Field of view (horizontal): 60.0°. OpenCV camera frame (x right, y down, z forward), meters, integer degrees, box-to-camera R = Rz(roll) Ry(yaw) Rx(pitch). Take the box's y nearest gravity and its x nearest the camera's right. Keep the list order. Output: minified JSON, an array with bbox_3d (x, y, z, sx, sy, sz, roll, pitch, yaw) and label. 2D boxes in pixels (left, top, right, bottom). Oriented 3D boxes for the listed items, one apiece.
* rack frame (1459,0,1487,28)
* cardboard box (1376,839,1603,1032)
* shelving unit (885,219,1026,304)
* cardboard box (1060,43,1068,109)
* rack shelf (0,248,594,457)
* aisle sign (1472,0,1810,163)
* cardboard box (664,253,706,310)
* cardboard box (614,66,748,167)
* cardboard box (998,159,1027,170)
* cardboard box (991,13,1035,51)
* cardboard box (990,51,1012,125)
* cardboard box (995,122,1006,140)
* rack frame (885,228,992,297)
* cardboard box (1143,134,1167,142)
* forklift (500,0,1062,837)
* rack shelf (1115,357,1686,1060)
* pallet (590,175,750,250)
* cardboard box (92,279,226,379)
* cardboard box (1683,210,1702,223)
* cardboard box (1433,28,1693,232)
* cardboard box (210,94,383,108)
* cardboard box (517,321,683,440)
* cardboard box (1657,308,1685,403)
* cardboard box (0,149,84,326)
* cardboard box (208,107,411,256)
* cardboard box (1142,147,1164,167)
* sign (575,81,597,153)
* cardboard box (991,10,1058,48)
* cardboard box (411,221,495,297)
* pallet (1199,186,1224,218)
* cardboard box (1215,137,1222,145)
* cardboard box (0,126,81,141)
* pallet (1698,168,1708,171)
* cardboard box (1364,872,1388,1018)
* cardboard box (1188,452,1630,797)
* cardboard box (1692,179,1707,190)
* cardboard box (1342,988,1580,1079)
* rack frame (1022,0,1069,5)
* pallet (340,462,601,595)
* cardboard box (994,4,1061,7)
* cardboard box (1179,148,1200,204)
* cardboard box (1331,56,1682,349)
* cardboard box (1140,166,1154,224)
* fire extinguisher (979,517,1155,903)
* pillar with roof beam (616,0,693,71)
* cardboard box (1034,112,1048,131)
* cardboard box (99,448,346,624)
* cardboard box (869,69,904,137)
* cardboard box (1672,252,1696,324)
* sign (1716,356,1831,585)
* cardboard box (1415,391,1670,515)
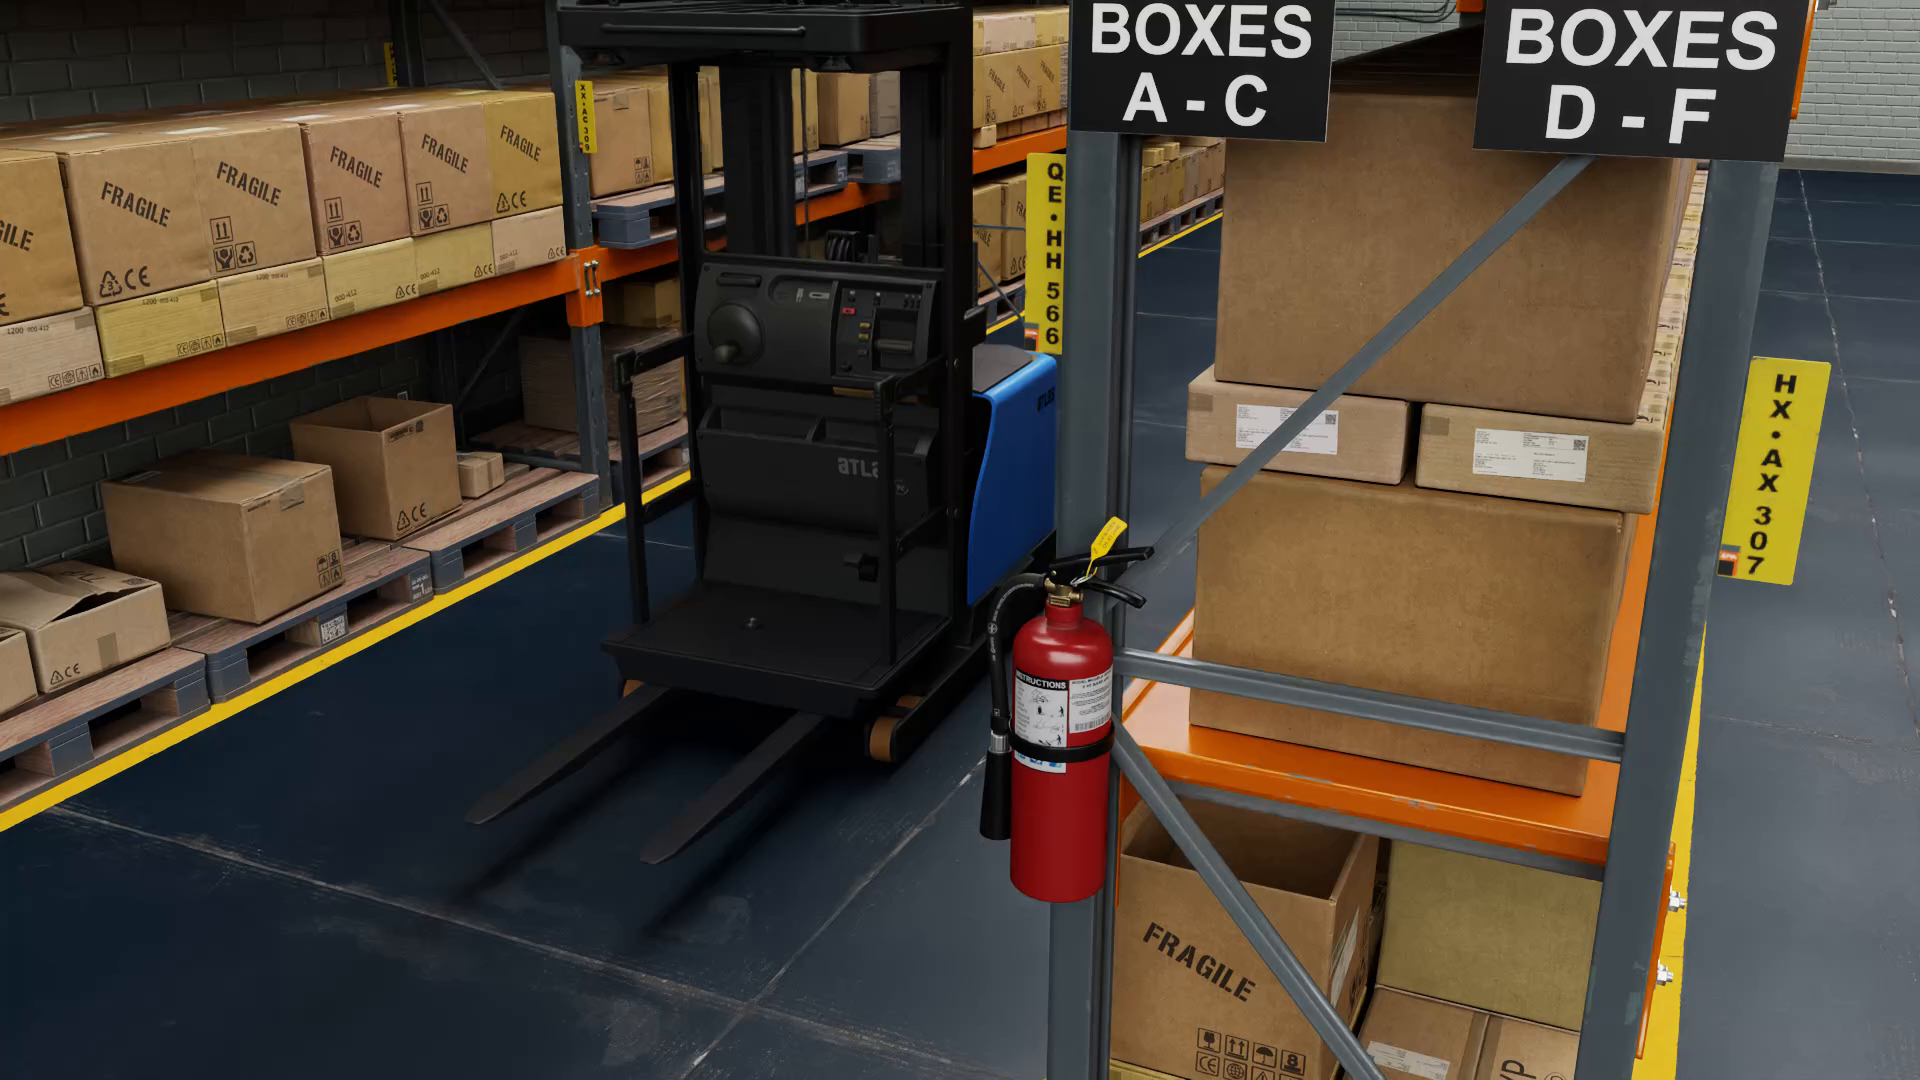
[{"bbox_3d":[2.282,-0.951,6.166,1.000,3.000,0.127,9,21,23],"label":"rack frame"},{"bbox_3d":[1.269,0.730,3.799,0.500,0.500,0.500,9,21,23],"label":"cardboard box"},{"bbox_3d":[0.095,-0.800,7.979,0.538,1.500,1.048,8,21,21],"label":"shelving unit"},{"bbox_3d":[0.665,-3.786,13.516,0.500,0.500,0.500,9,21,23],"label":"cardboard box"},{"bbox_3d":[-3.058,-0.679,6.476,1.077,0.370,4.000,9,21,23],"label":"rack shelf"},{"bbox_3d":[0.896,-0.891,2.118,0.394,0.787,0.004,9,21,23],"label":"aisle sign"},{"bbox_3d":[-1.566,-1.534,9.762,0.500,0.250,0.500,8,21,21],"label":"cardboard box"},{"bbox_3d":[-1.523,-2.410,9.464,0.700,0.500,0.500,12,23,30],"label":"cardboard box"},{"bbox_3d":[0.528,-2.772,13.867,0.750,0.750,0.750,9,22,24],"label":"cardboard box"},{"bbox_3d":[0.241,-3.824,12.502,0.500,0.250,0.500,9,21,23],"label":"cardboard box"},{"bbox_3d":[0.054,-3.321,12.208,0.500,0.500,0.500,9,22,24],"label":"cardboard box"},{"bbox_3d":[0.131,-3.132,12.644,0.380,0.149,0.250,9,21,24],"label":"cardboard box"},{"bbox_3d":[-0.096,-0.642,7.535,0.500,1.500,0.032,8,21,21],"label":"rack frame"},{"bbox_3d":[1.935,-4.152,17.304,0.380,0.149,0.250,9,21,23],"label":"cardboard box"},{"bbox_3d":[-0.536,-0.817,5.892,1.130,2.935,3.031,8,21,21],"label":"forklift"},{"bbox_3d":[1.463,-0.001,4.568,1.077,0.370,4.000,9,21,23],"label":"rack shelf"},{"bbox_3d":[-1.793,-1.753,8.707,1.003,0.211,1.213,9,21,23],"label":"pallet"},{"bbox_3d":[-2.974,-0.767,5.842,0.500,0.250,0.500,8,21,22],"label":"cardboard box"},{"bbox_3d":[1.948,-0.880,4.851,0.380,0.149,0.250,8,21,22],"label":"cardboard box"},{"bbox_3d":[1.695,-1.165,4.683,0.700,0.500,0.500,9,21,23],"label":"cardboard box"},{"bbox_3d":[-2.837,-1.649,7.204,0.500,0.500,0.500,8,21,22],"label":"cardboard box"},{"bbox_3d":[-1.953,-0.886,9.059,0.700,0.500,0.500,9,22,25],"label":"cardboard box"},{"bbox_3d":[1.315,-0.405,3.515,0.380,0.149,0.250,8,21,22],"label":"cardboard box"},{"bbox_3d":[-3.196,-0.953,5.248,0.500,0.500,0.500,9,21,23],"label":"cardboard box"},{"bbox_3d":[-2.566,-1.429,6.585,0.500,0.500,0.500,8,21,21],"label":"cardboard box"},{"bbox_3d":[1.744,-3.695,16.018,0.380,0.149,0.250,9,22,25],"label":"cardboard box"},{"bbox_3d":[-1.741,-1.965,7.727,0.100,0.325,0.005,9,21,23],"label":"sign"},{"bbox_3d":[0.444,-3.981,12.943,0.500,0.250,0.500,8,21,22],"label":"cardboard box"},{"bbox_3d":[-2.368,-1.231,7.147,0.500,0.250,0.500,9,21,23],"label":"cardboard box"},{"bbox_3d":[2.419,-3.729,18.139,1.003,0.211,1.213,9,21,23],"label":"pallet"},{"bbox_3d":[2.593,-4.332,17.808,0.380,0.149,0.250,8,21,22],"label":"cardboard box"},{"bbox_3d":[-3.455,-1.183,5.894,0.500,0.500,0.500,8,21,21],"label":"cardboard box"},{"bbox_3d":[4.712,-2.679,11.310,1.003,0.211,1.213,9,21,23],"label":"pallet"},{"bbox_3d":[0.788,1.010,4.128,0.500,0.250,0.500,9,21,23],"label":"cardboard box"},{"bbox_3d":[0.847,0.084,3.108,0.700,0.500,0.500,9,21,23],"label":"cardboard box"},{"bbox_3d":[2.263,-1.116,5.513,0.380,0.149,0.250,8,21,22],"label":"cardboard box"},{"bbox_3d":[1.066,1.236,3.494,0.500,0.250,0.500,9,21,23],"label":"cardboard box"},{"bbox_3d":[1.037,-4.075,14.951,1.000,3.000,0.127,9,21,23],"label":"rack frame"},{"bbox_3d":[-2.482,-0.106,7.951,1.003,0.211,1.213,9,21,23],"label":"pallet"},{"bbox_3d":[0.611,-4.520,14.461,0.500,0.250,0.500,9,22,24],"label":"cardboard box"},{"bbox_3d":[2.069,-3.784,17.235,0.700,0.500,0.500,8,21,21],"label":"cardboard box"},{"bbox_3d":[1.079,-0.705,3.390,0.700,0.500,0.500,8,21,21],"label":"cardboard box"},{"bbox_3d":[1.437,-3.310,15.903,0.700,0.500,0.500,9,21,23],"label":"cardboard box"},{"bbox_3d":[0.172,0.281,2.819,0.296,0.674,0.183,9,21,23],"label":"fire extinguisher"},{"bbox_3d":[2.005,-4.810,8.063,9.100,9.000,0.400,9,21,23],"label":"pillar with roof beam"},{"bbox_3d":[0.477,-3.362,13.291,0.380,0.149,0.250,9,22,24],"label":"cardboard box"},{"bbox_3d":[-2.932,-0.027,6.643,0.700,0.500,0.500,7,21,19],"label":"cardboard box"},{"bbox_3d":[-0.784,-2.962,11.014,0.700,0.500,0.500,6,20,16],"label":"cardboard box"},{"bbox_3d":[1.631,-0.641,4.178,0.380,0.149,0.250,9,21,23],"label":"cardboard box"},{"bbox_3d":[1.148,-0.095,2.351,0.100,0.325,0.005,9,21,23],"label":"sign"},{"bbox_3d":[1.001,-0.171,2.857,0.380,0.149,0.250,8,21,22],"label":"cardboard box"}]
